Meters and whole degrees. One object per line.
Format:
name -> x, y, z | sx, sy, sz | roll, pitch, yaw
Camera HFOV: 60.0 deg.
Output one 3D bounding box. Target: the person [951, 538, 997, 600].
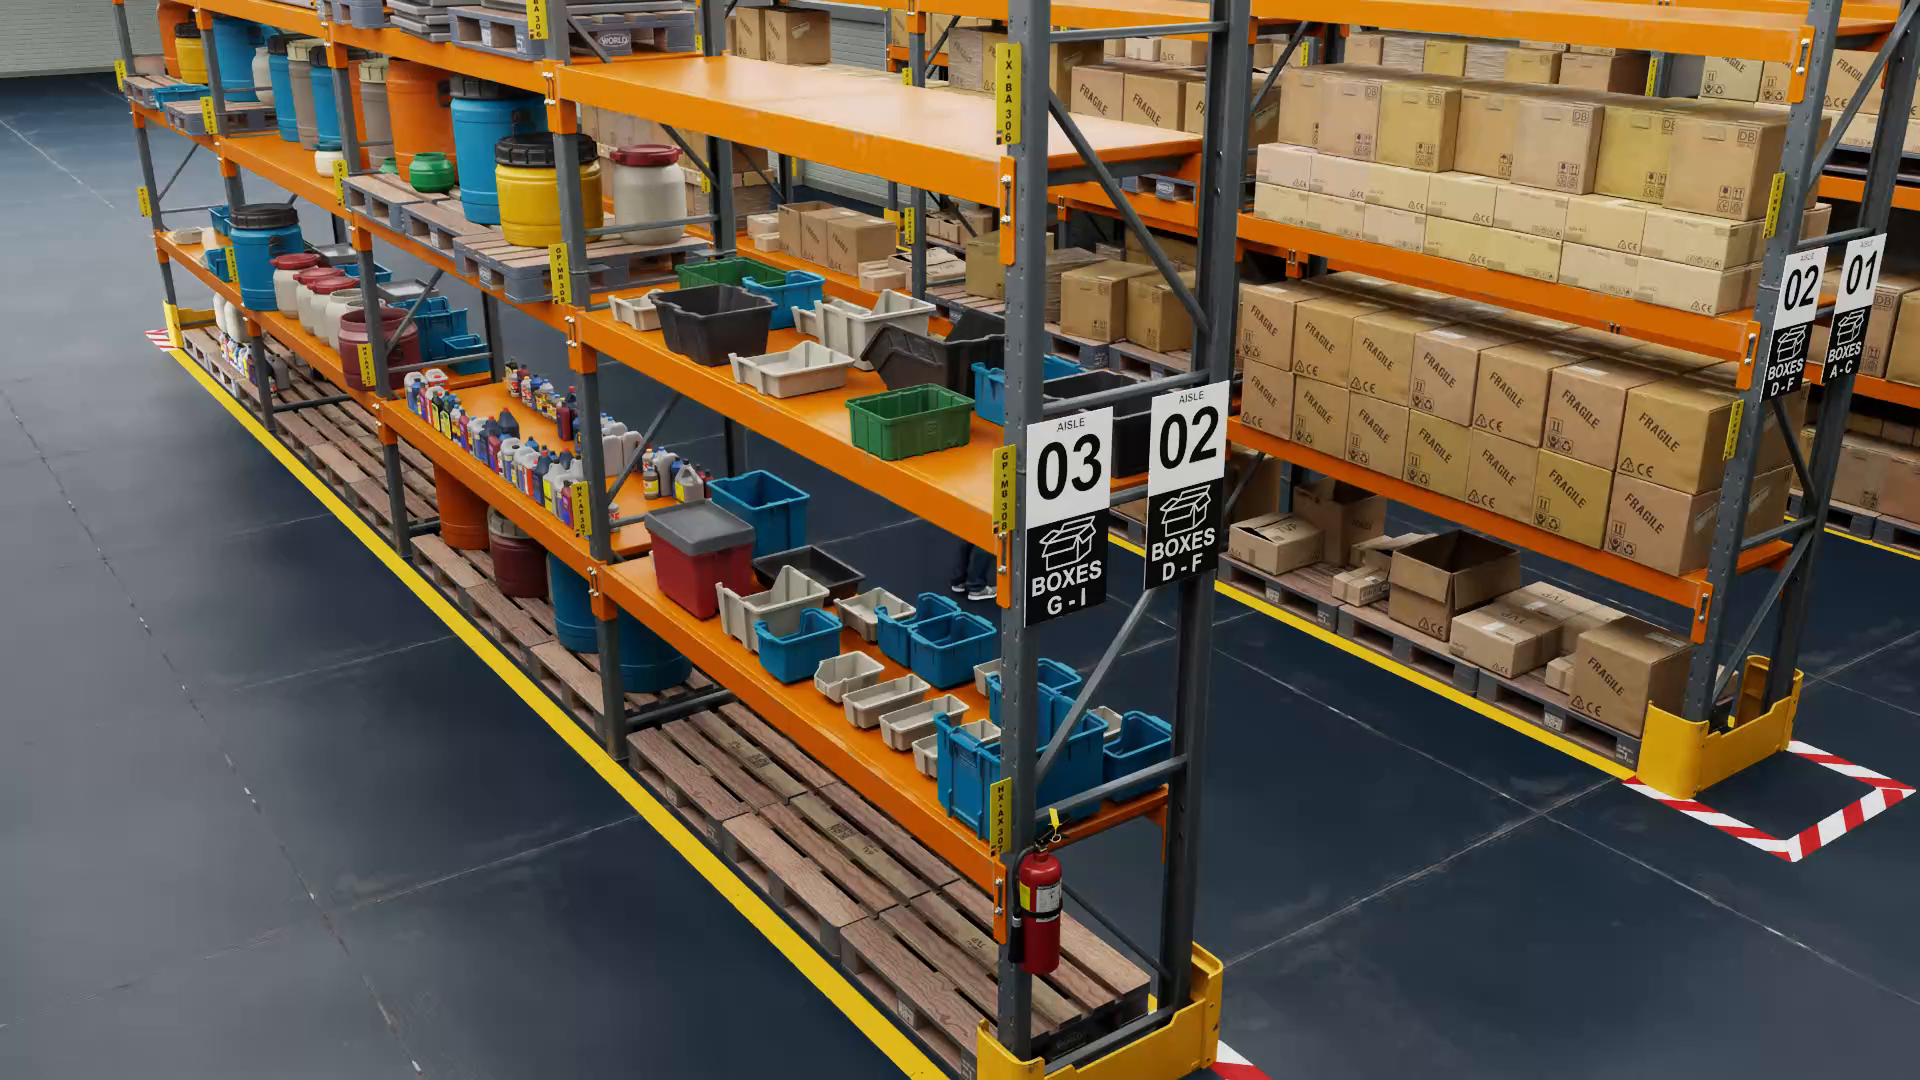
person -> 0.273, -0.162, 12.434 | 0.848, 1.120, 0.385 | -16, 27, -34
